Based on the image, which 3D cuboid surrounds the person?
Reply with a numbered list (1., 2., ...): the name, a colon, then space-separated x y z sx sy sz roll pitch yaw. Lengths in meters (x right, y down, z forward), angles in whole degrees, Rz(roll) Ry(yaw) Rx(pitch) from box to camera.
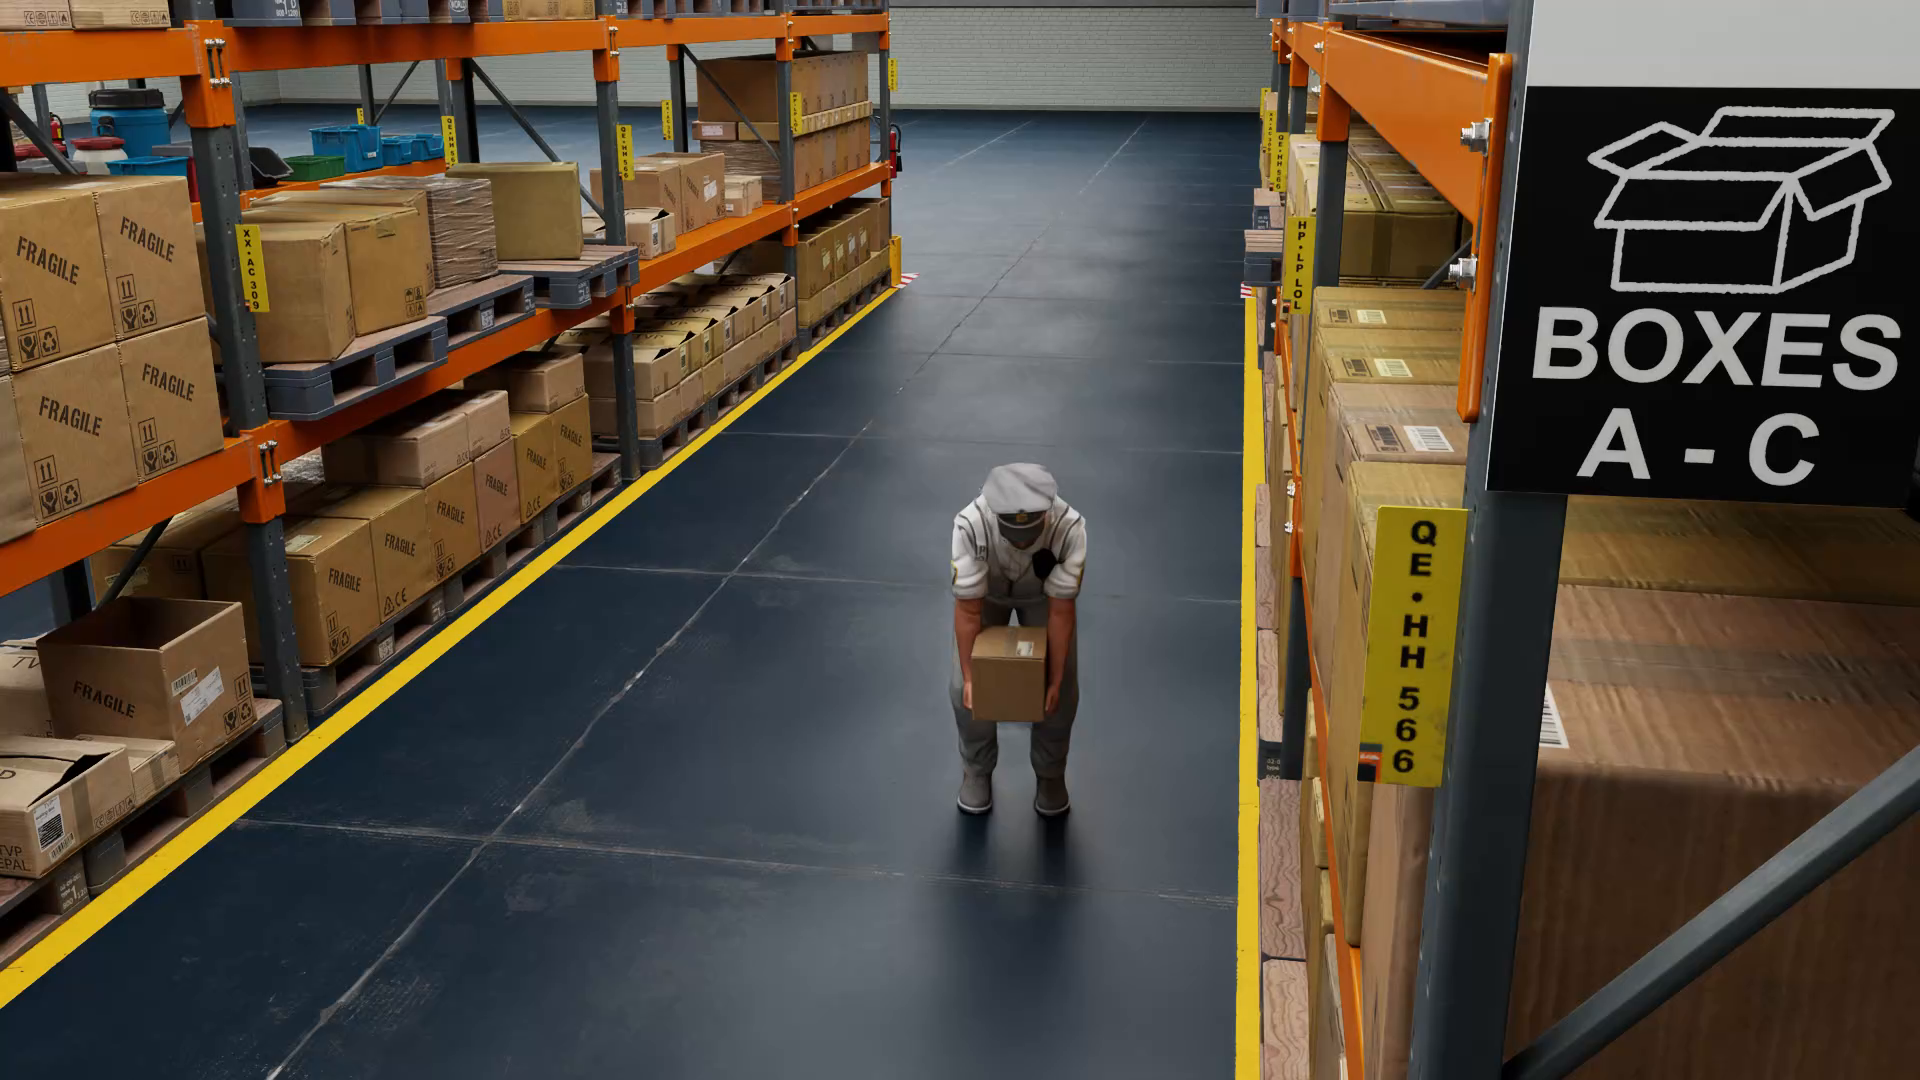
1. person: 0.196 0.356 5.942 0.485 1.445 0.932 1 18 2
